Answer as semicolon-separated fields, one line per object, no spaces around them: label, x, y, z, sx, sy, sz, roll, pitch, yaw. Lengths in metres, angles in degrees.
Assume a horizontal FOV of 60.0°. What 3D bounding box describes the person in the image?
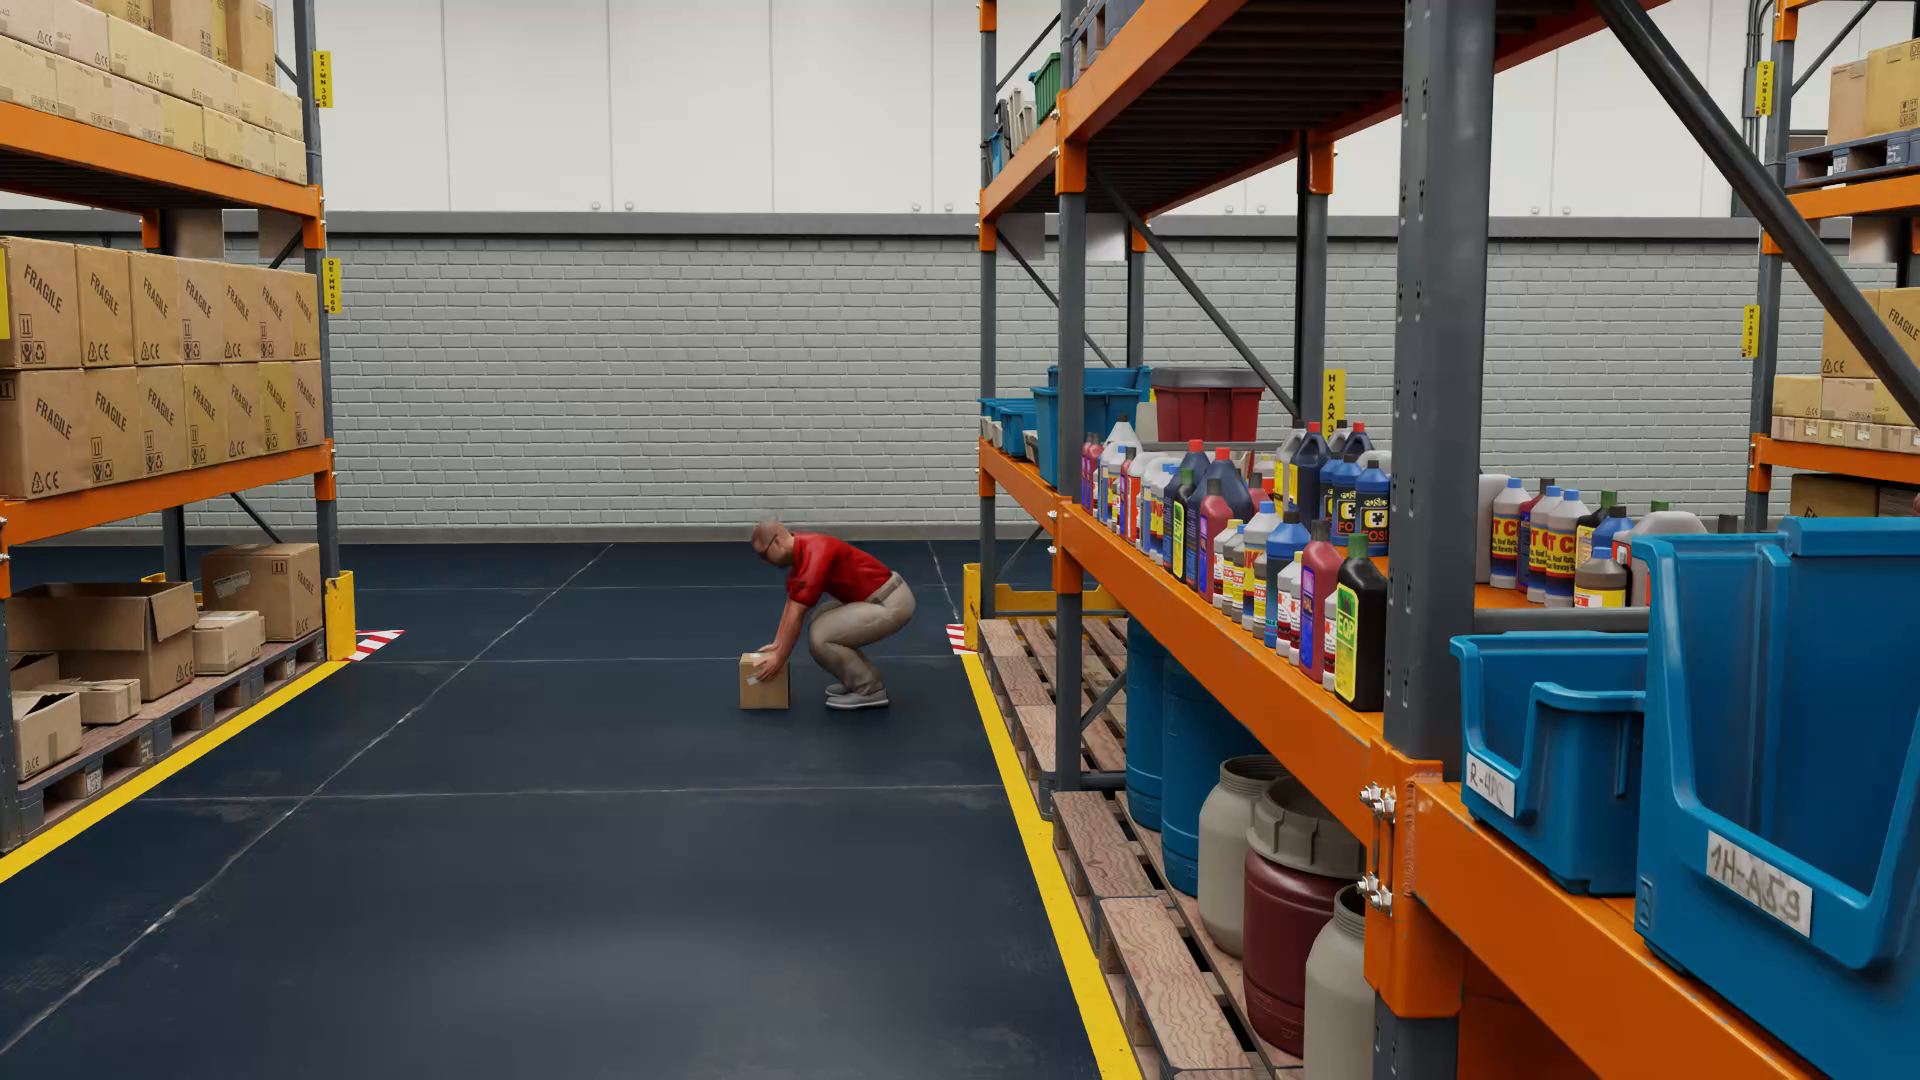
person;-0.668;0.381;8.765;0.869;0.990;0.570;0;7;-4
